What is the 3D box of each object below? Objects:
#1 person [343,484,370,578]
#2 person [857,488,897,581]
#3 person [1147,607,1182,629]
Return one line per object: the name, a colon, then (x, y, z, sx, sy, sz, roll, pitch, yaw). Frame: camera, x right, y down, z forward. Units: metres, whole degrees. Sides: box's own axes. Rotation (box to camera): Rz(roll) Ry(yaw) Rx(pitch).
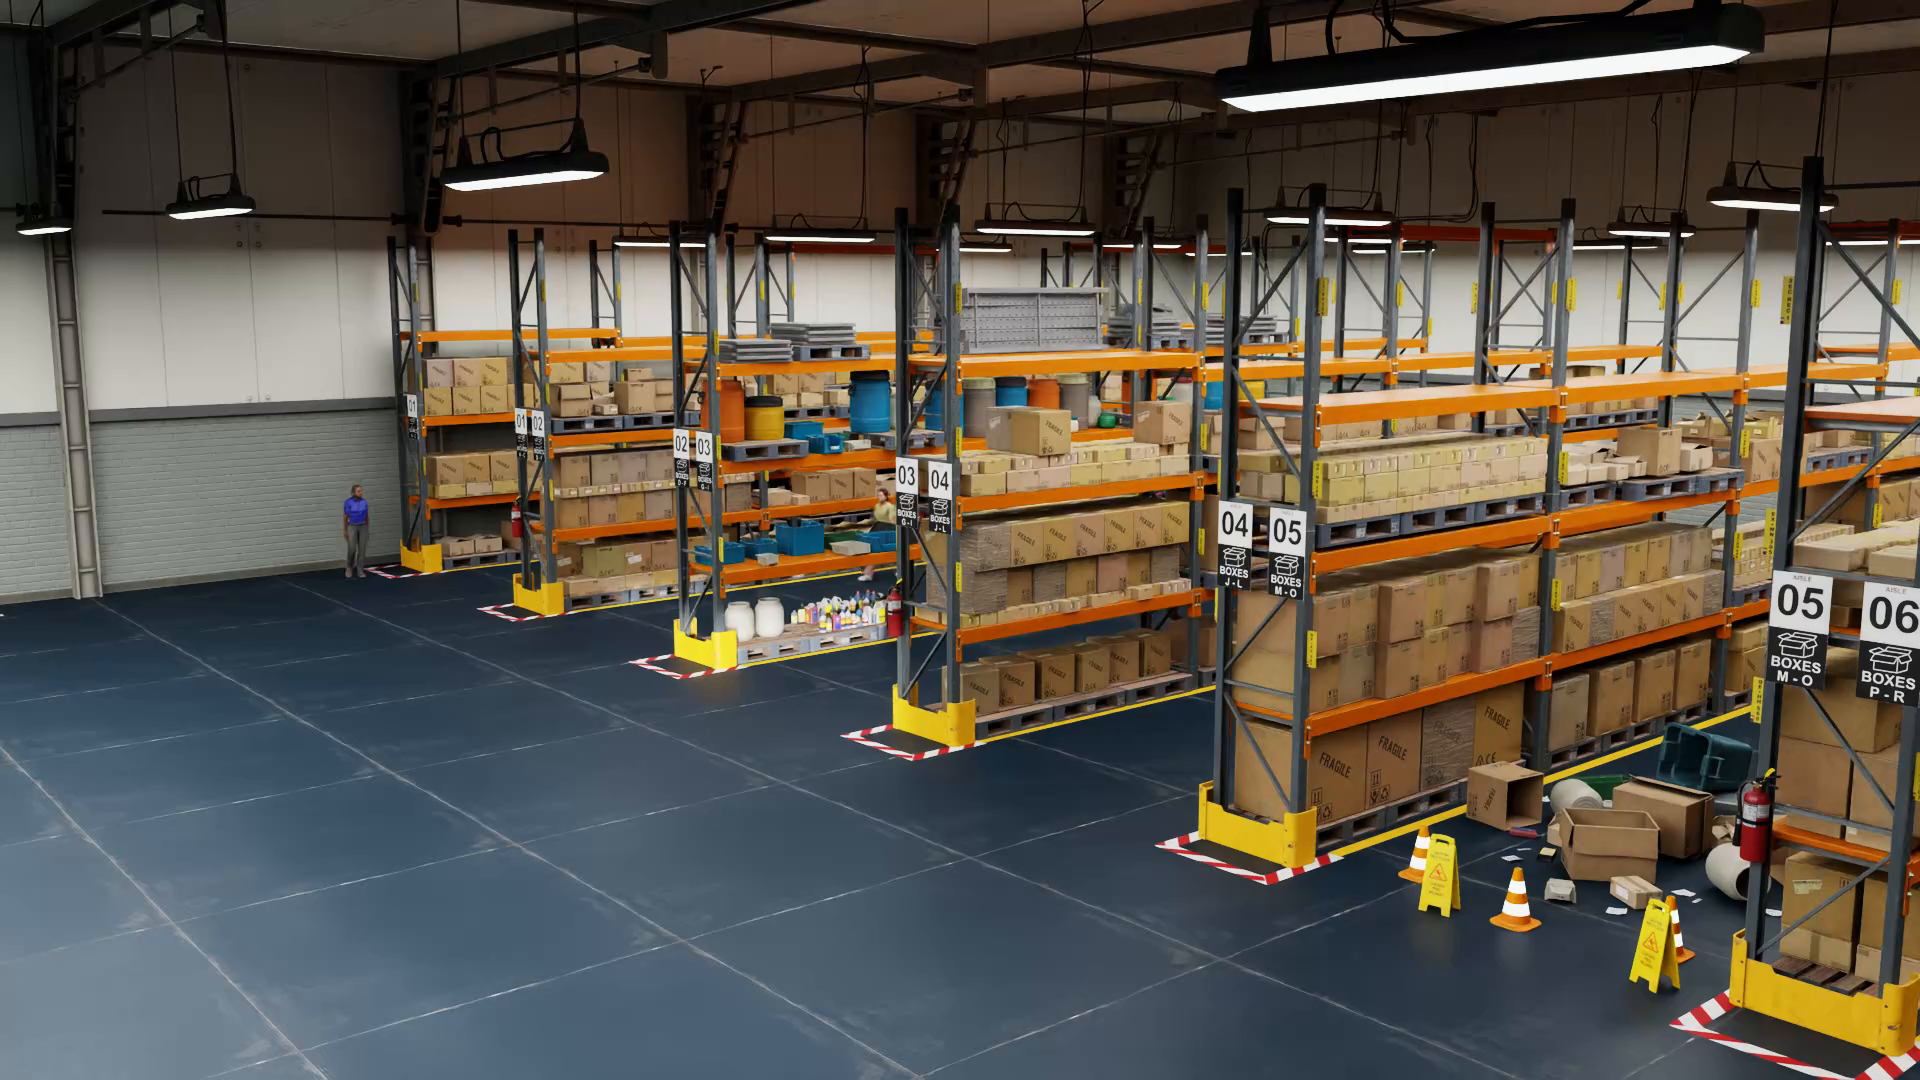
person: (-10.629, -0.160, 29.294, 0.481, 1.659, 0.426, -8, 12, -43)
person: (-1.346, -0.108, 29.074, 1.058, 1.610, 0.525, -8, 12, -42)
person: (2.845, 0.701, 23.676, 1.068, 1.667, 0.537, -8, 12, -42)
